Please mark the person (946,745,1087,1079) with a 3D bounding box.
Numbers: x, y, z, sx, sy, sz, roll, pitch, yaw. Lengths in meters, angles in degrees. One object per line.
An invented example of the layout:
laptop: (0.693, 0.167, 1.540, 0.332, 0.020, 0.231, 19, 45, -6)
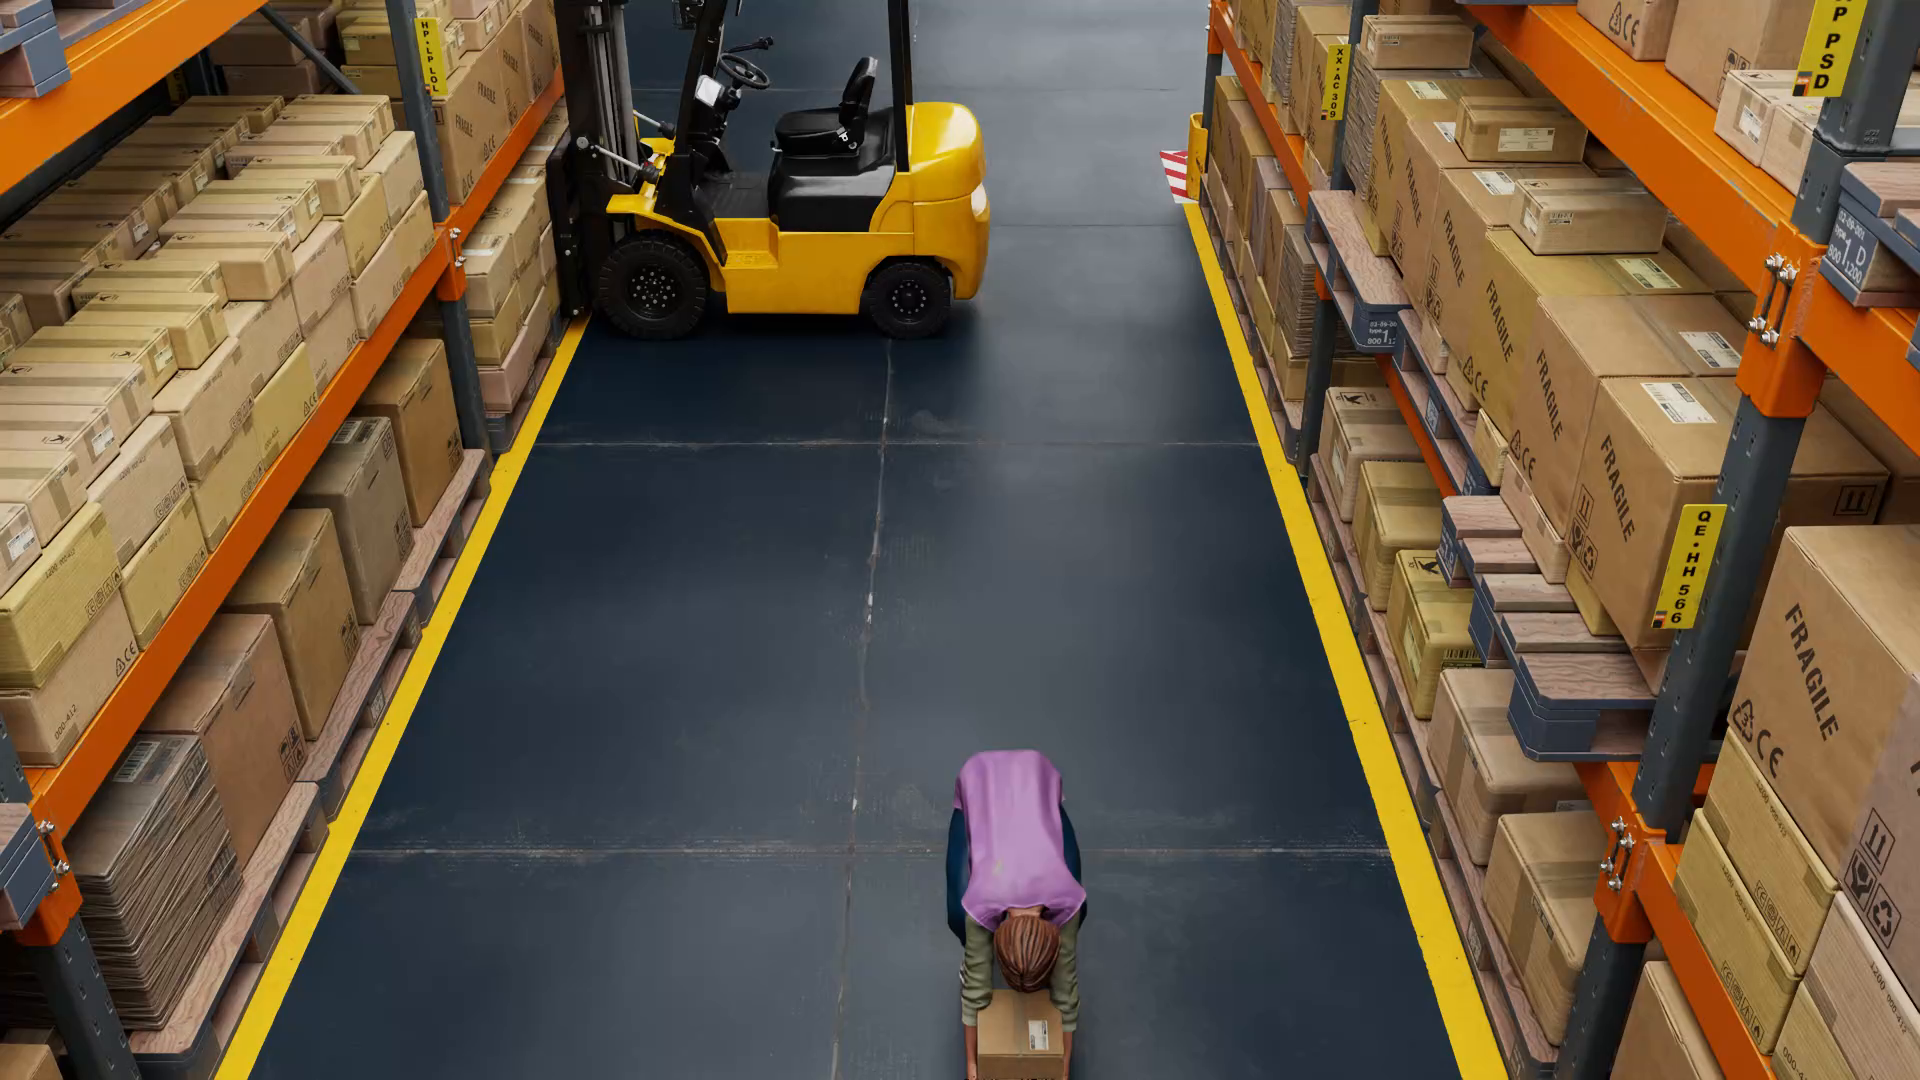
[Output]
person: (0.172, 1.129, 5.091, 0.424, 0.816, 0.861, -1, 32, -2)
